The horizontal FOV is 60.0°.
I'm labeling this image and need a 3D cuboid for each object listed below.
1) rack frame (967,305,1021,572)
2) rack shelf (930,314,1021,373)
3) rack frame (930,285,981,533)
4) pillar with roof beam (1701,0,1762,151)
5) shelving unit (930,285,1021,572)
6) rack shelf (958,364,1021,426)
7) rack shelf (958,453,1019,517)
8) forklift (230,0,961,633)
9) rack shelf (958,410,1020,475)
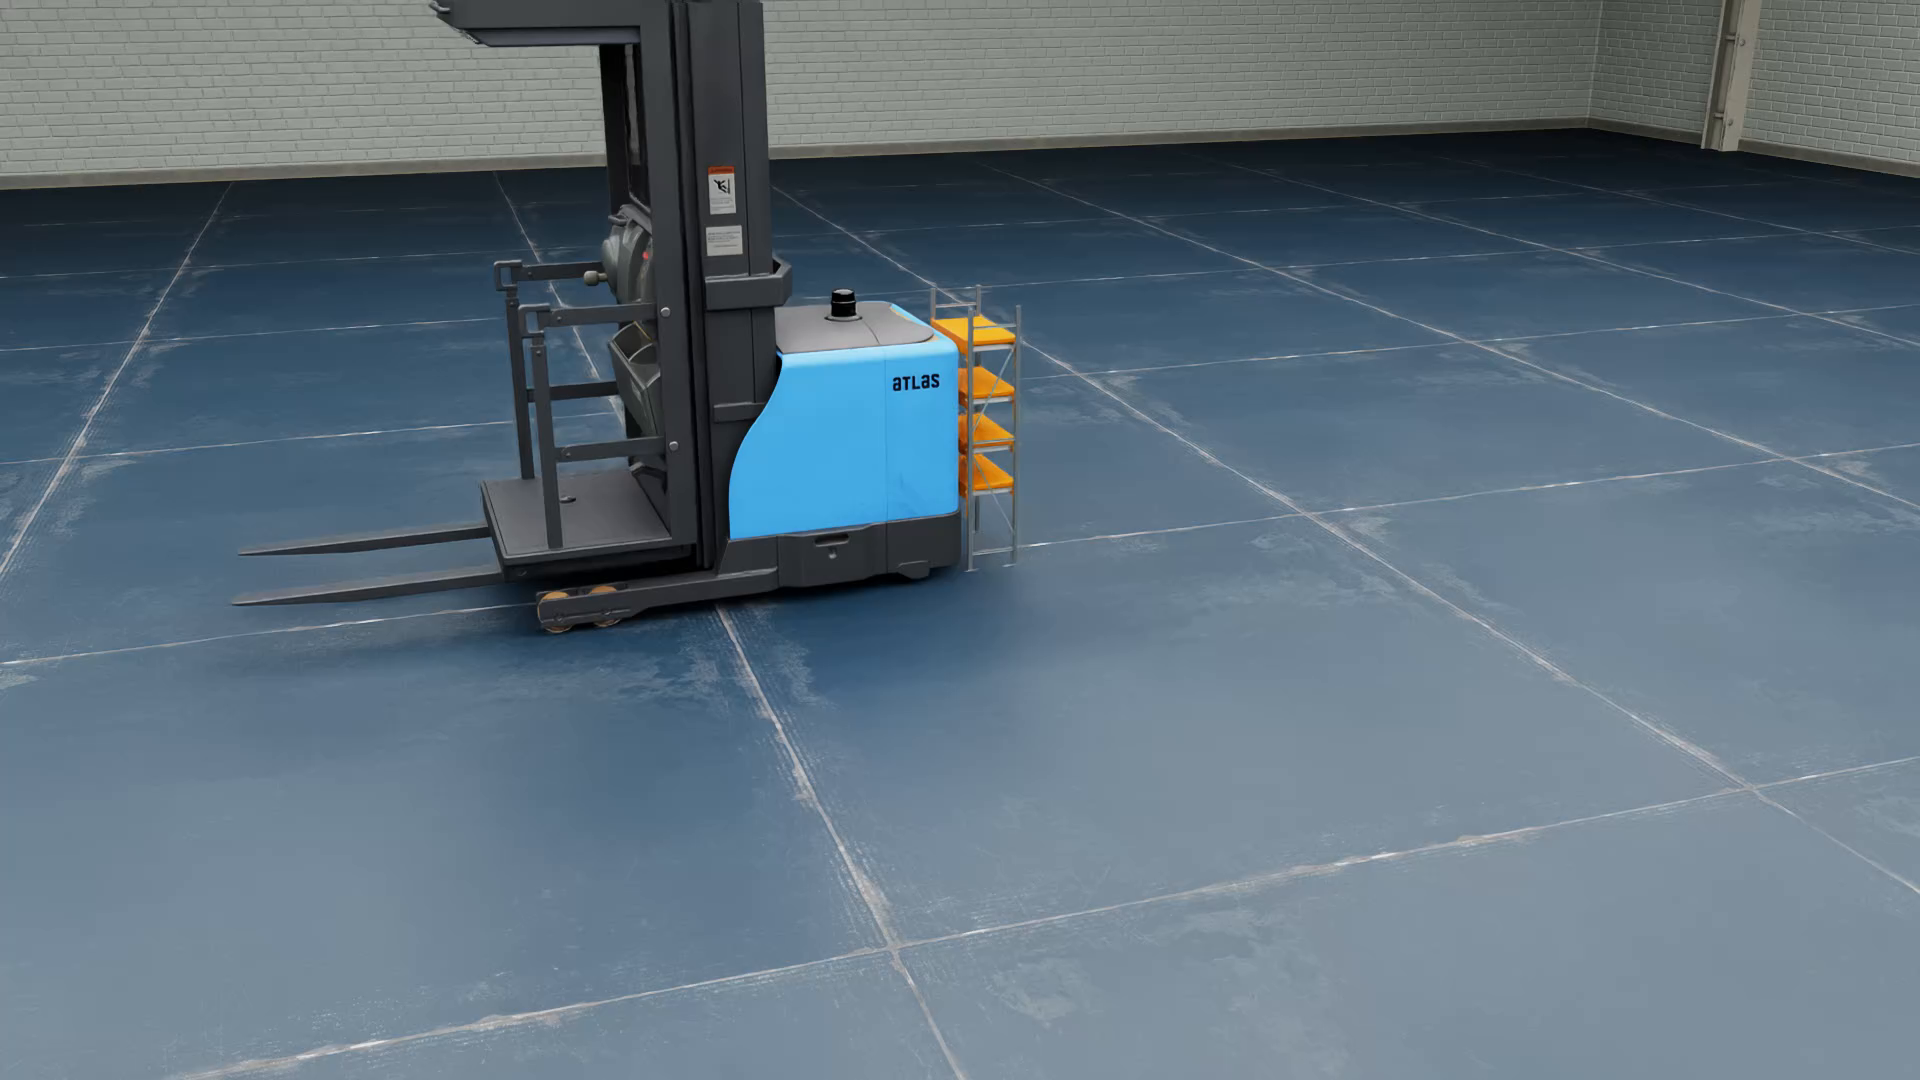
[{"bbox_3d":[0.148,-0.435,7.353,0.240,1.200,0.015,-7,21,-19],"label":"rack frame"},{"bbox_3d":[0.064,-0.882,7.436,0.258,0.148,0.480,-7,21,-19],"label":"rack shelf"},{"bbox_3d":[-0.020,-0.590,7.785,0.240,1.200,0.015,-7,21,-19],"label":"rack frame"},{"bbox_3d":[6.372,-9.157,20.099,9.100,9.000,0.400,-6,21,-17],"label":"pillar with roof beam"},{"bbox_3d":[0.064,-0.513,7.569,0.258,1.200,0.503,-7,21,-19],"label":"shelving unit"},{"bbox_3d":[0.064,-0.660,7.516,0.258,0.148,0.480,-7,21,-19],"label":"rack shelf"},{"bbox_3d":[0.064,-0.262,7.659,0.258,0.148,0.480,-7,21,-19],"label":"rack shelf"},{"bbox_3d":[-1.567,-1.198,6.917,3.031,2.935,1.130,-7,21,-19],"label":"forklift"},{"bbox_3d":[0.064,-0.449,7.592,0.258,0.148,0.480,-7,21,-19],"label":"rack shelf"}]
